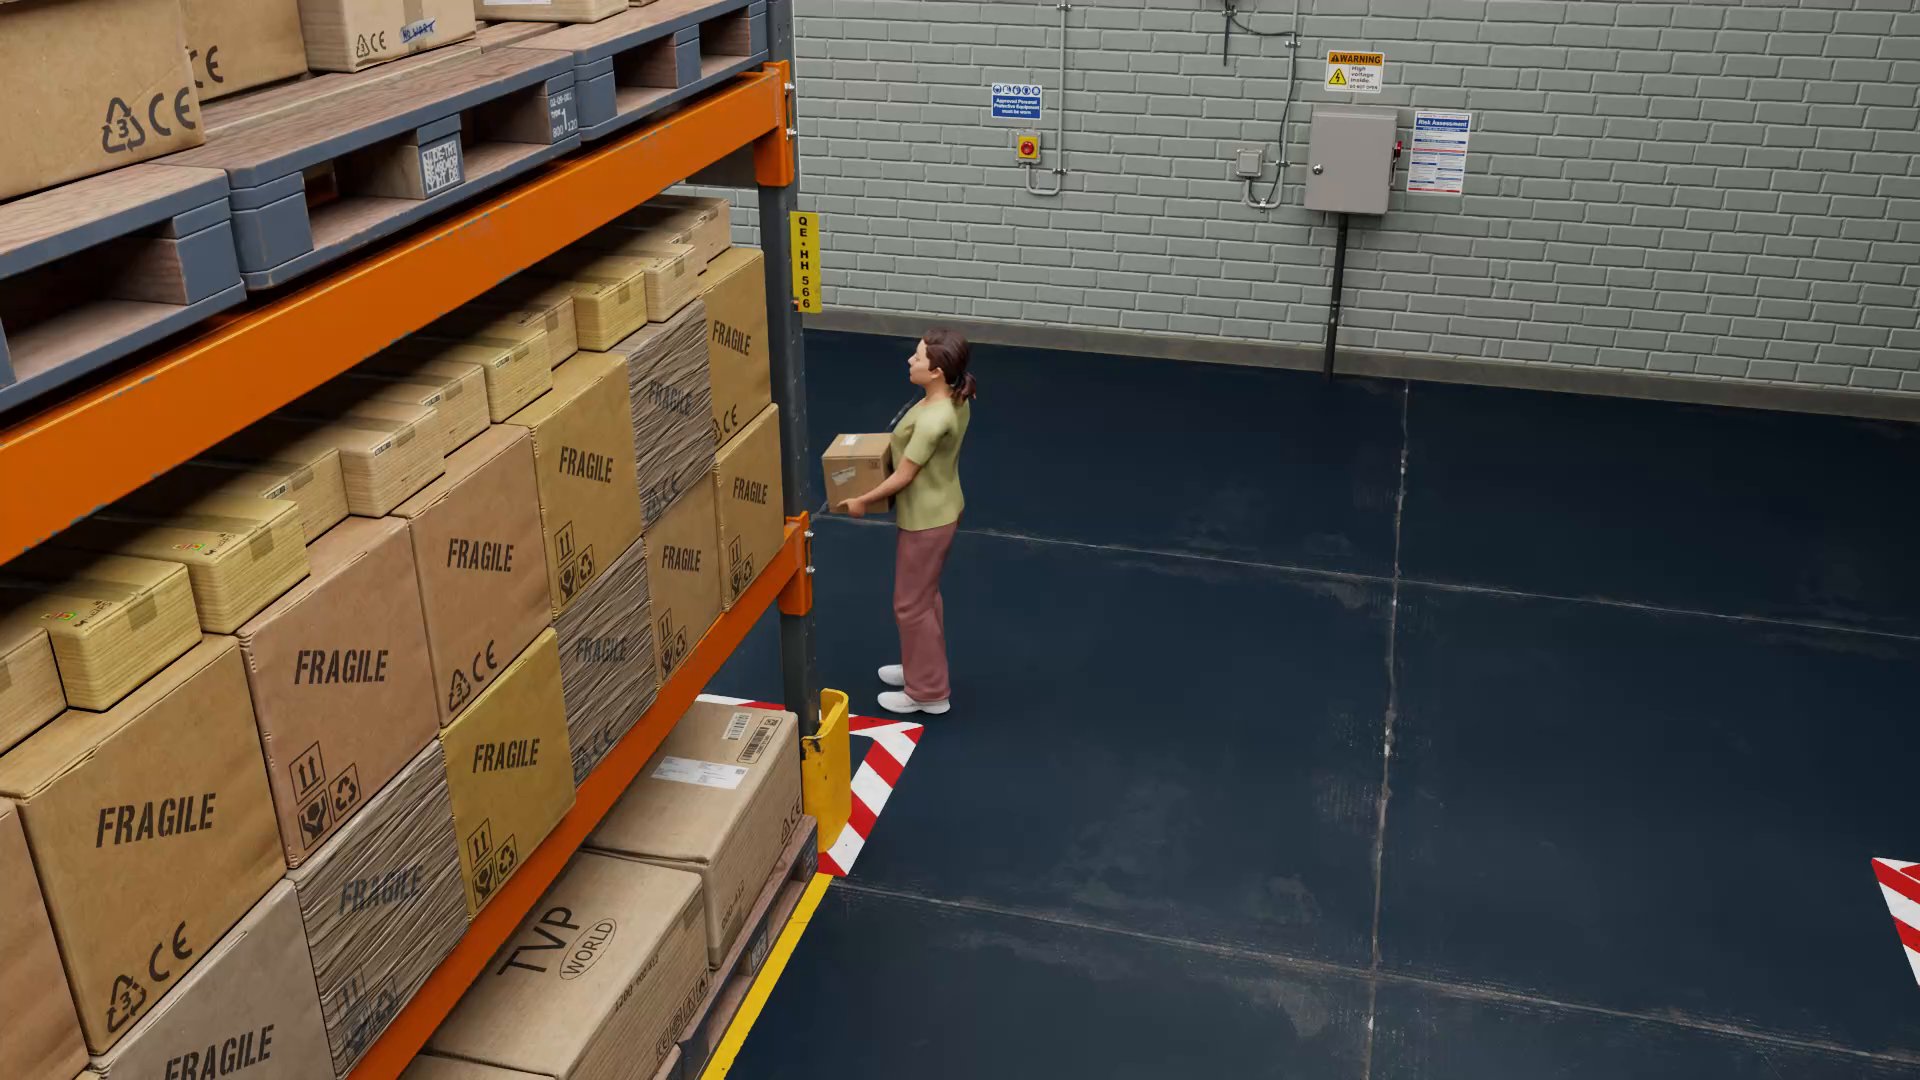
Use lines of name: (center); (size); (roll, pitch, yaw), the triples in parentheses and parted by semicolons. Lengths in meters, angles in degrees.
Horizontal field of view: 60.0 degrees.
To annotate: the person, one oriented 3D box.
person: (-0.200, -0.080, 6.792); (0.559, 1.662, 0.428); (5, 26, 11)
